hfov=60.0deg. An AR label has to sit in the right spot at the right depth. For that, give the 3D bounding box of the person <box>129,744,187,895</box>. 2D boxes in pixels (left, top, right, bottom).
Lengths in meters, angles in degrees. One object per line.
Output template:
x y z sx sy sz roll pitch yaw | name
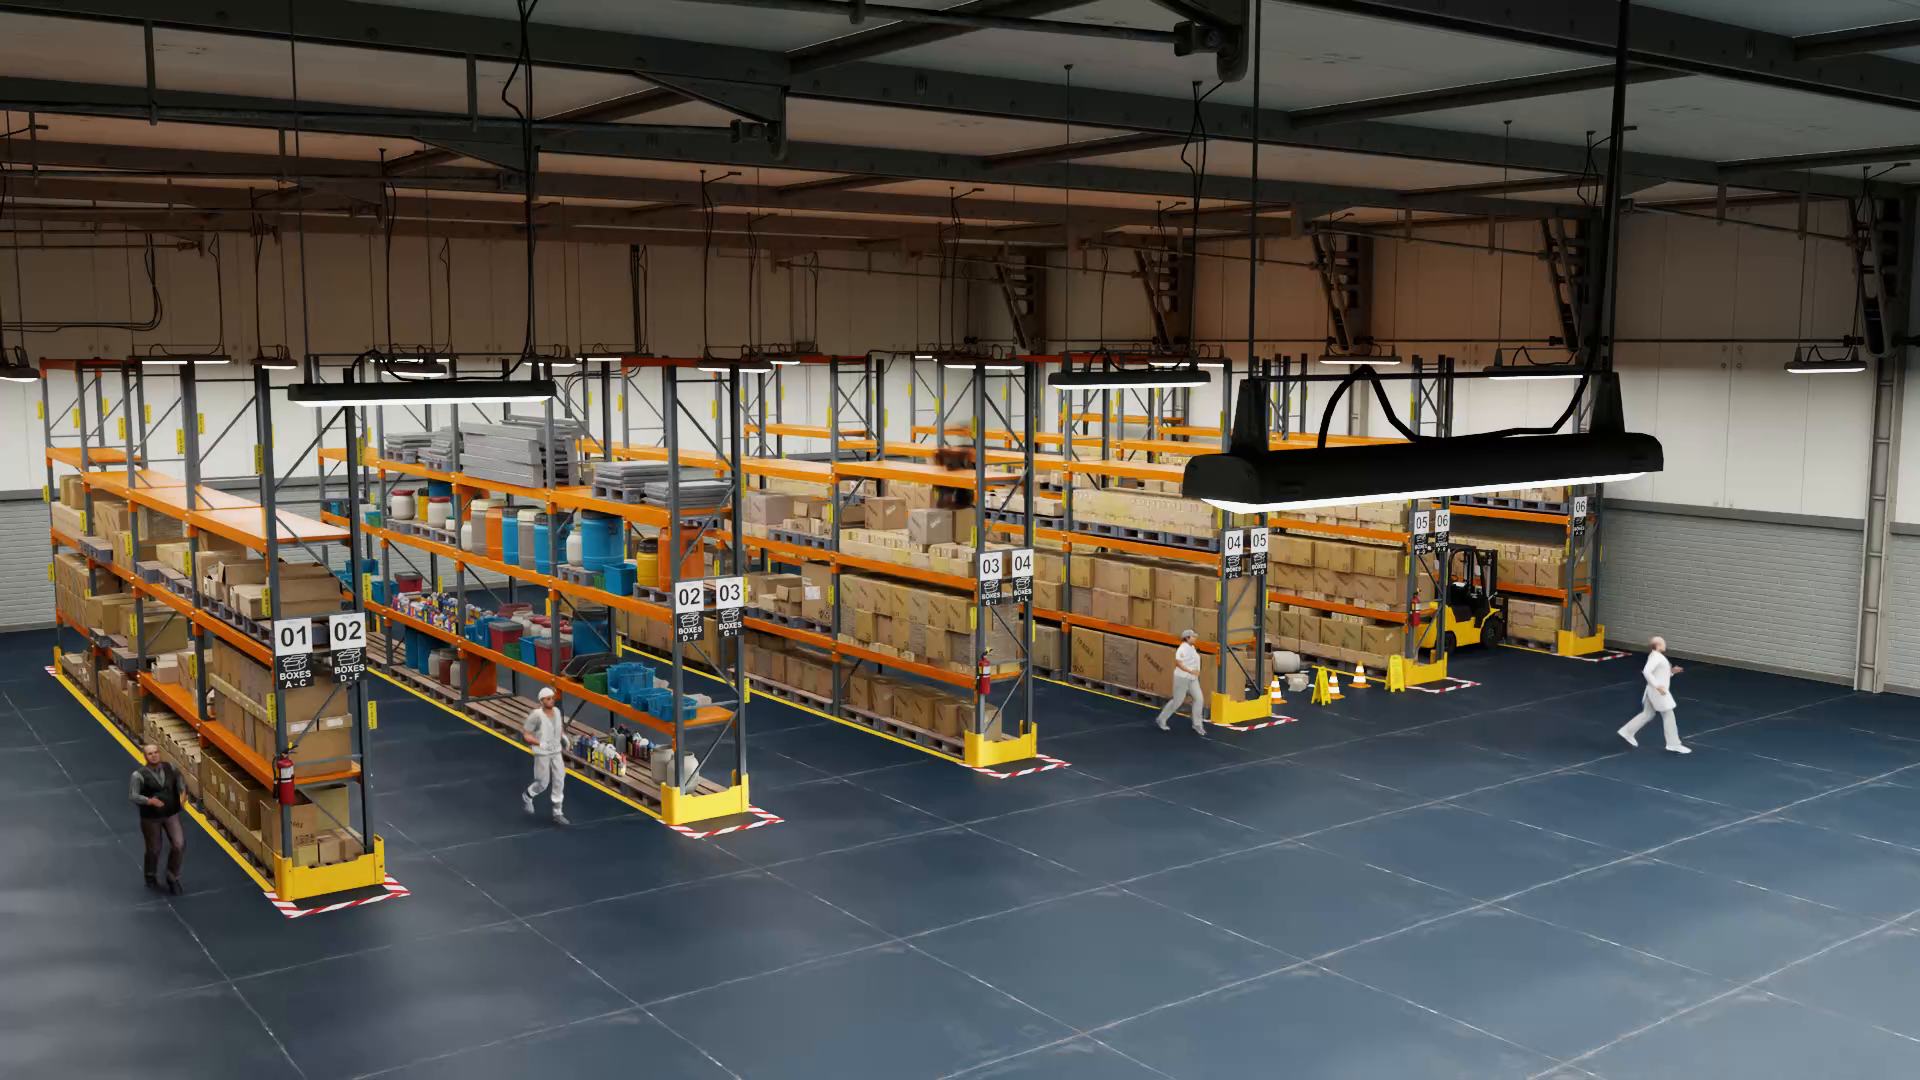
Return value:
-9.202 3.212 19.142 0.659 1.751 0.745 -6 9 -40 | person

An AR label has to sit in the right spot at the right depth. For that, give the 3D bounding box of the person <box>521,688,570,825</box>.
-5.457 2.824 21.916 0.839 1.792 0.679 6 9 39 | person

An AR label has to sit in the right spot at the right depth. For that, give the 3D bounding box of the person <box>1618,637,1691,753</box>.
10.697 2.359 25.532 1.058 1.771 0.699 1 7 9 | person

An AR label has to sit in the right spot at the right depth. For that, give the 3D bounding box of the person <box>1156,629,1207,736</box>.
3.673 2.290 26.965 0.846 1.686 0.694 4 8 32 | person

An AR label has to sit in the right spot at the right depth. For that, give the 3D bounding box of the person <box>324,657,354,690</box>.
-10.629 2.074 28.329 0.679 1.732 0.623 -7 9 -44 | person
